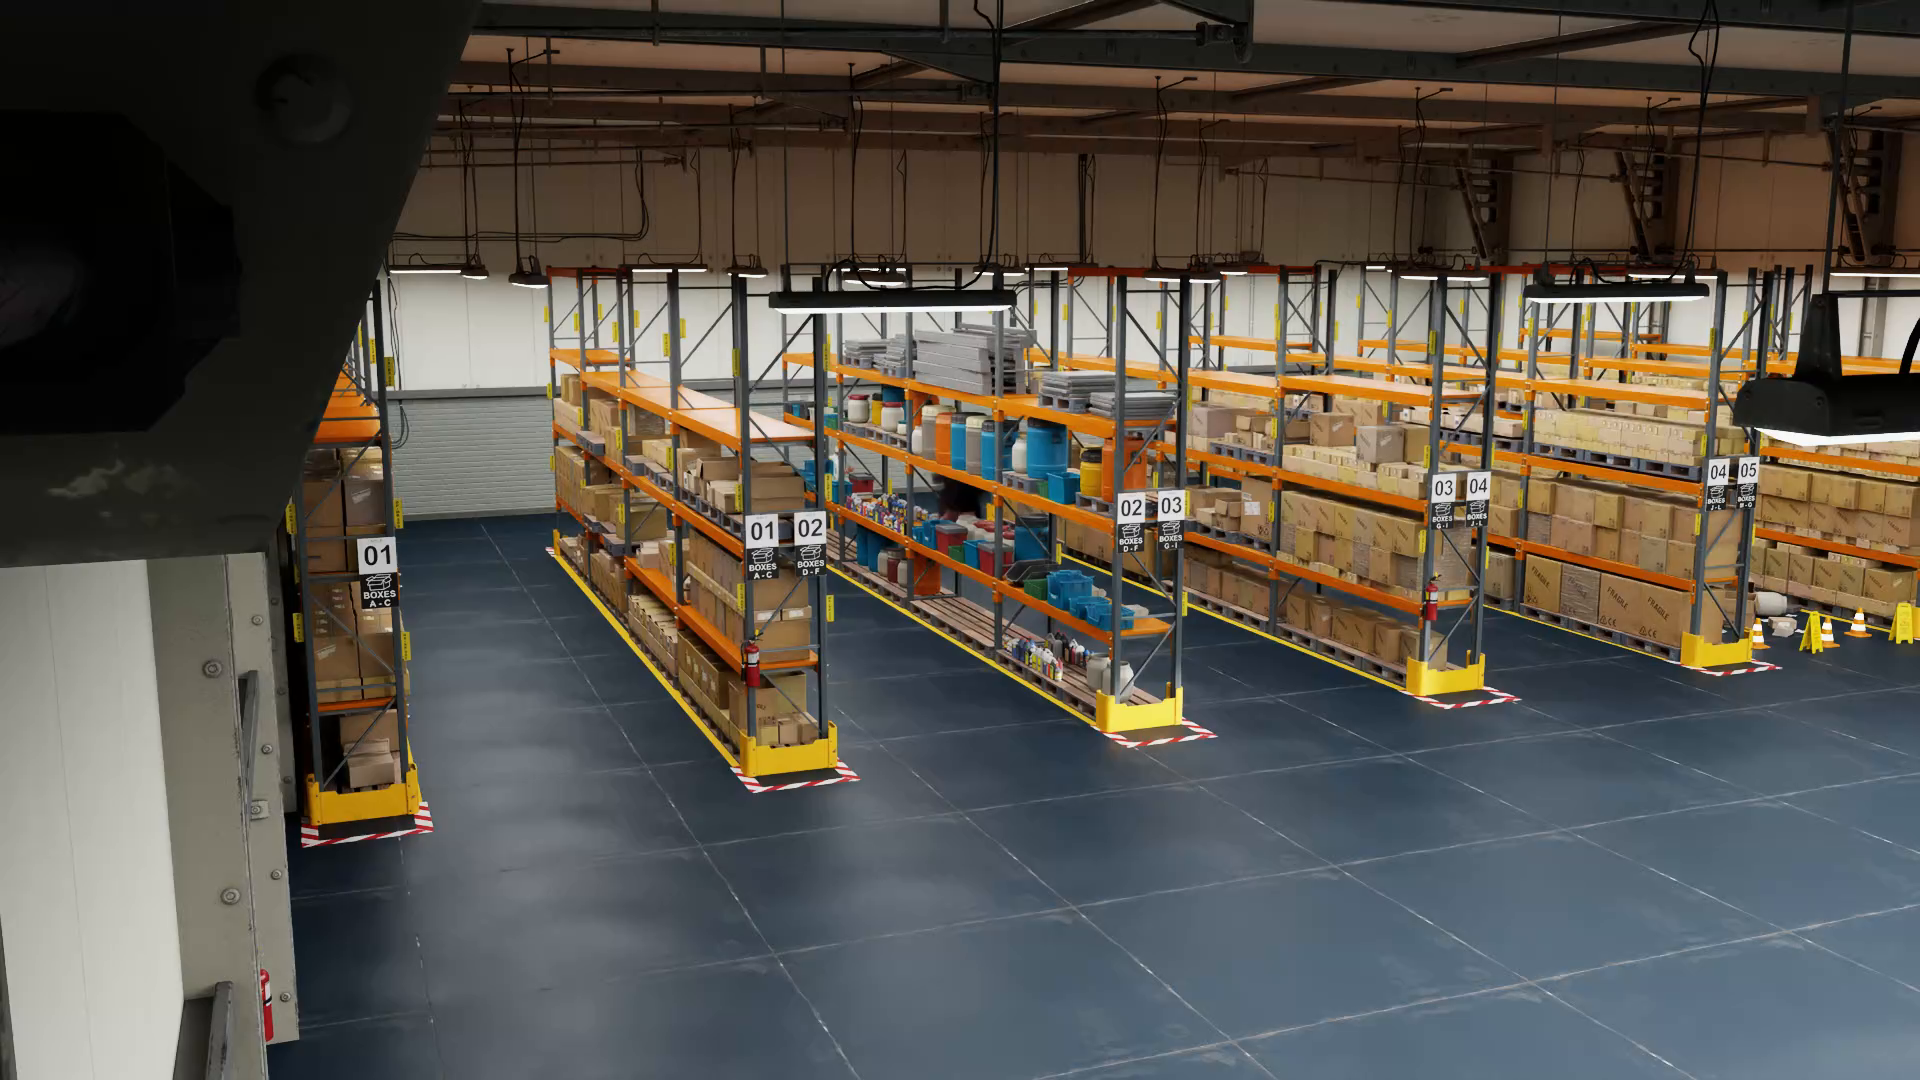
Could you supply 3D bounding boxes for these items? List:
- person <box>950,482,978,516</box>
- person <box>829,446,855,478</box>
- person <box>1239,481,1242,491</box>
[{"bbox_3d":[0.096,-0.428,33.951,0.710,1.790,1.043,-6,12,-32],"label":"person"},{"bbox_3d":[-2.927,-1.364,39.435,0.841,1.792,0.728,-2,10,-11],"label":"person"},{"bbox_3d":[7.148,-1.628,41.071,0.654,1.740,0.712,6,12,31],"label":"person"}]
